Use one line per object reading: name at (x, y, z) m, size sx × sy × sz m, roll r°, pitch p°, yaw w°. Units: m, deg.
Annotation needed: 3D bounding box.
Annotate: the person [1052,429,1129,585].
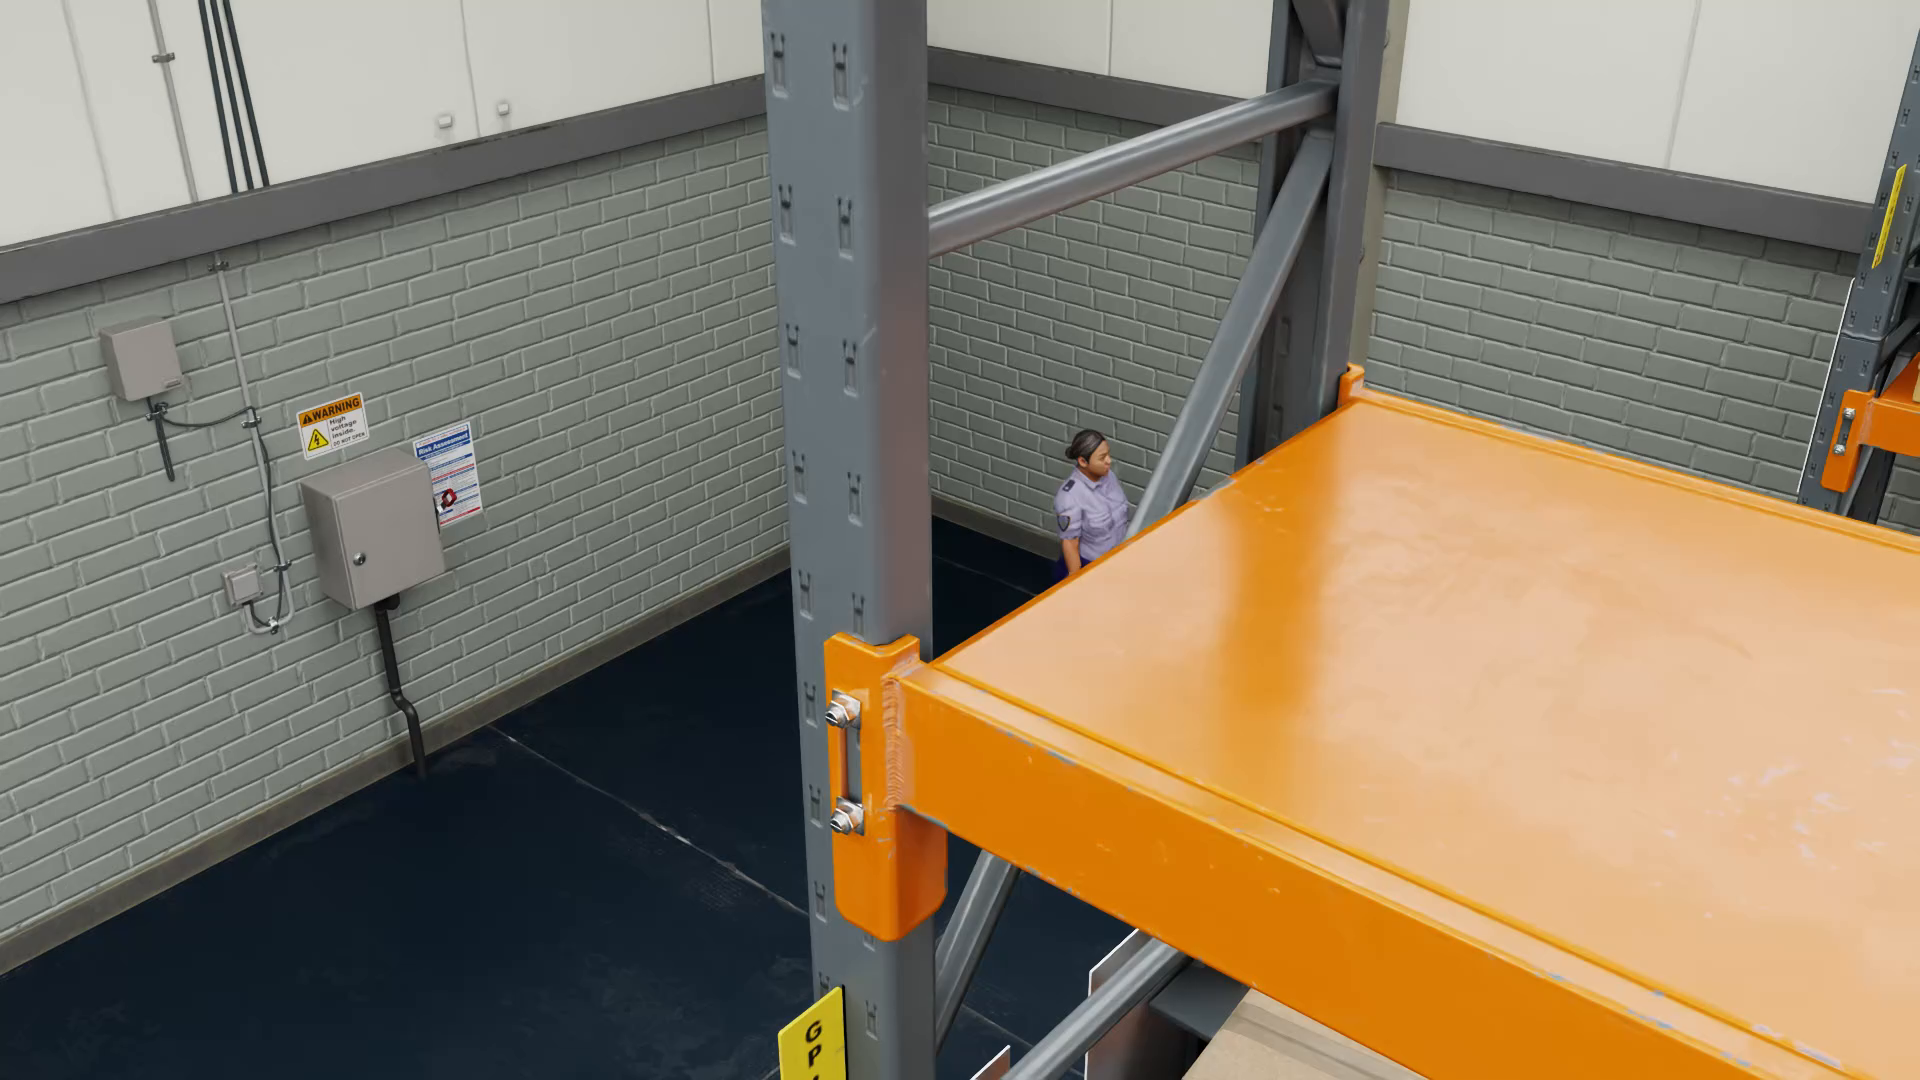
person at (0.718, 0.200, 8.624) m, size 0.561 × 1.643 × 0.497 m, roll 20°, pitch 34°, yaw 34°
